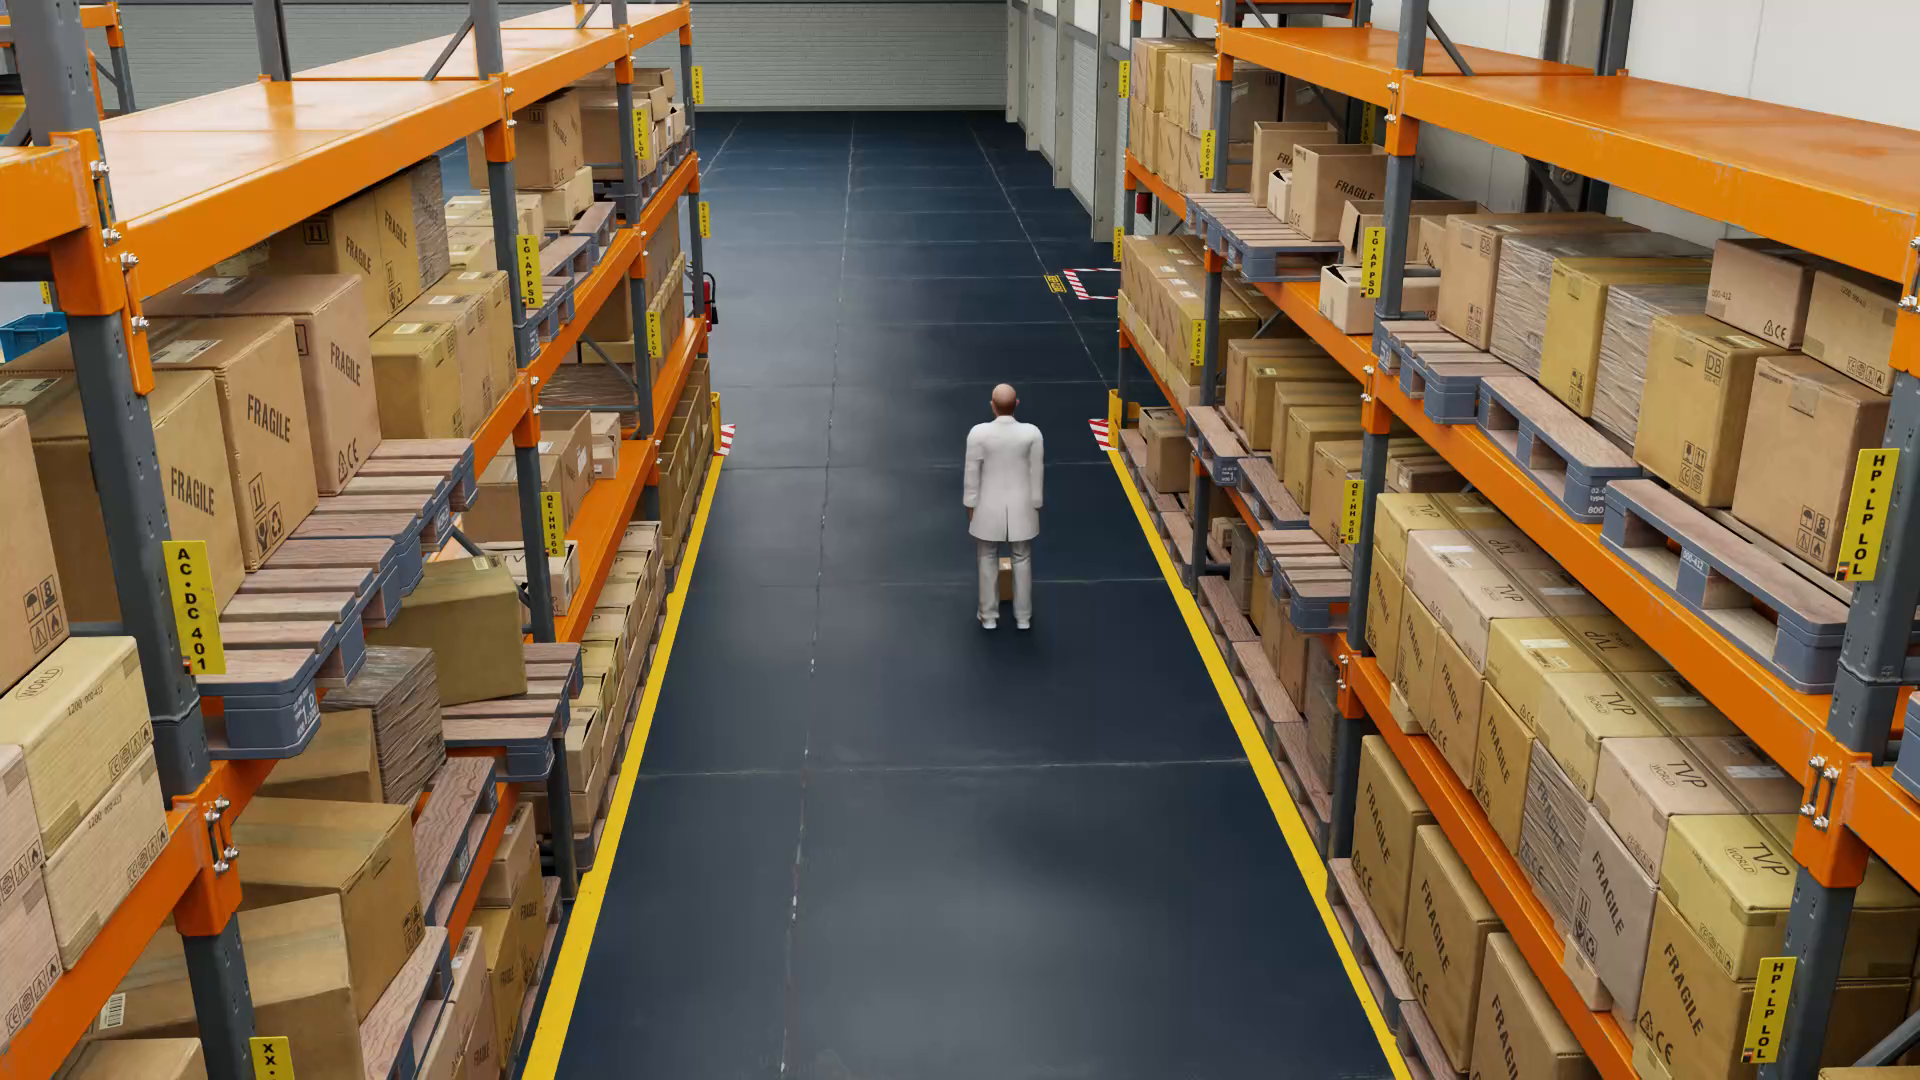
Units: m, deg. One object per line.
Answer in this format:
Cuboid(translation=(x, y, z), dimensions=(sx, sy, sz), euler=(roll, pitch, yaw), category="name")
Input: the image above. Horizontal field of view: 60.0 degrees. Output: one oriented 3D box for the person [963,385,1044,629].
Cuboid(translation=(0.303, -0.244, 11.770), dimensions=(0.562, 1.775, 0.382), euler=(-1, 20, -2), category="person")
